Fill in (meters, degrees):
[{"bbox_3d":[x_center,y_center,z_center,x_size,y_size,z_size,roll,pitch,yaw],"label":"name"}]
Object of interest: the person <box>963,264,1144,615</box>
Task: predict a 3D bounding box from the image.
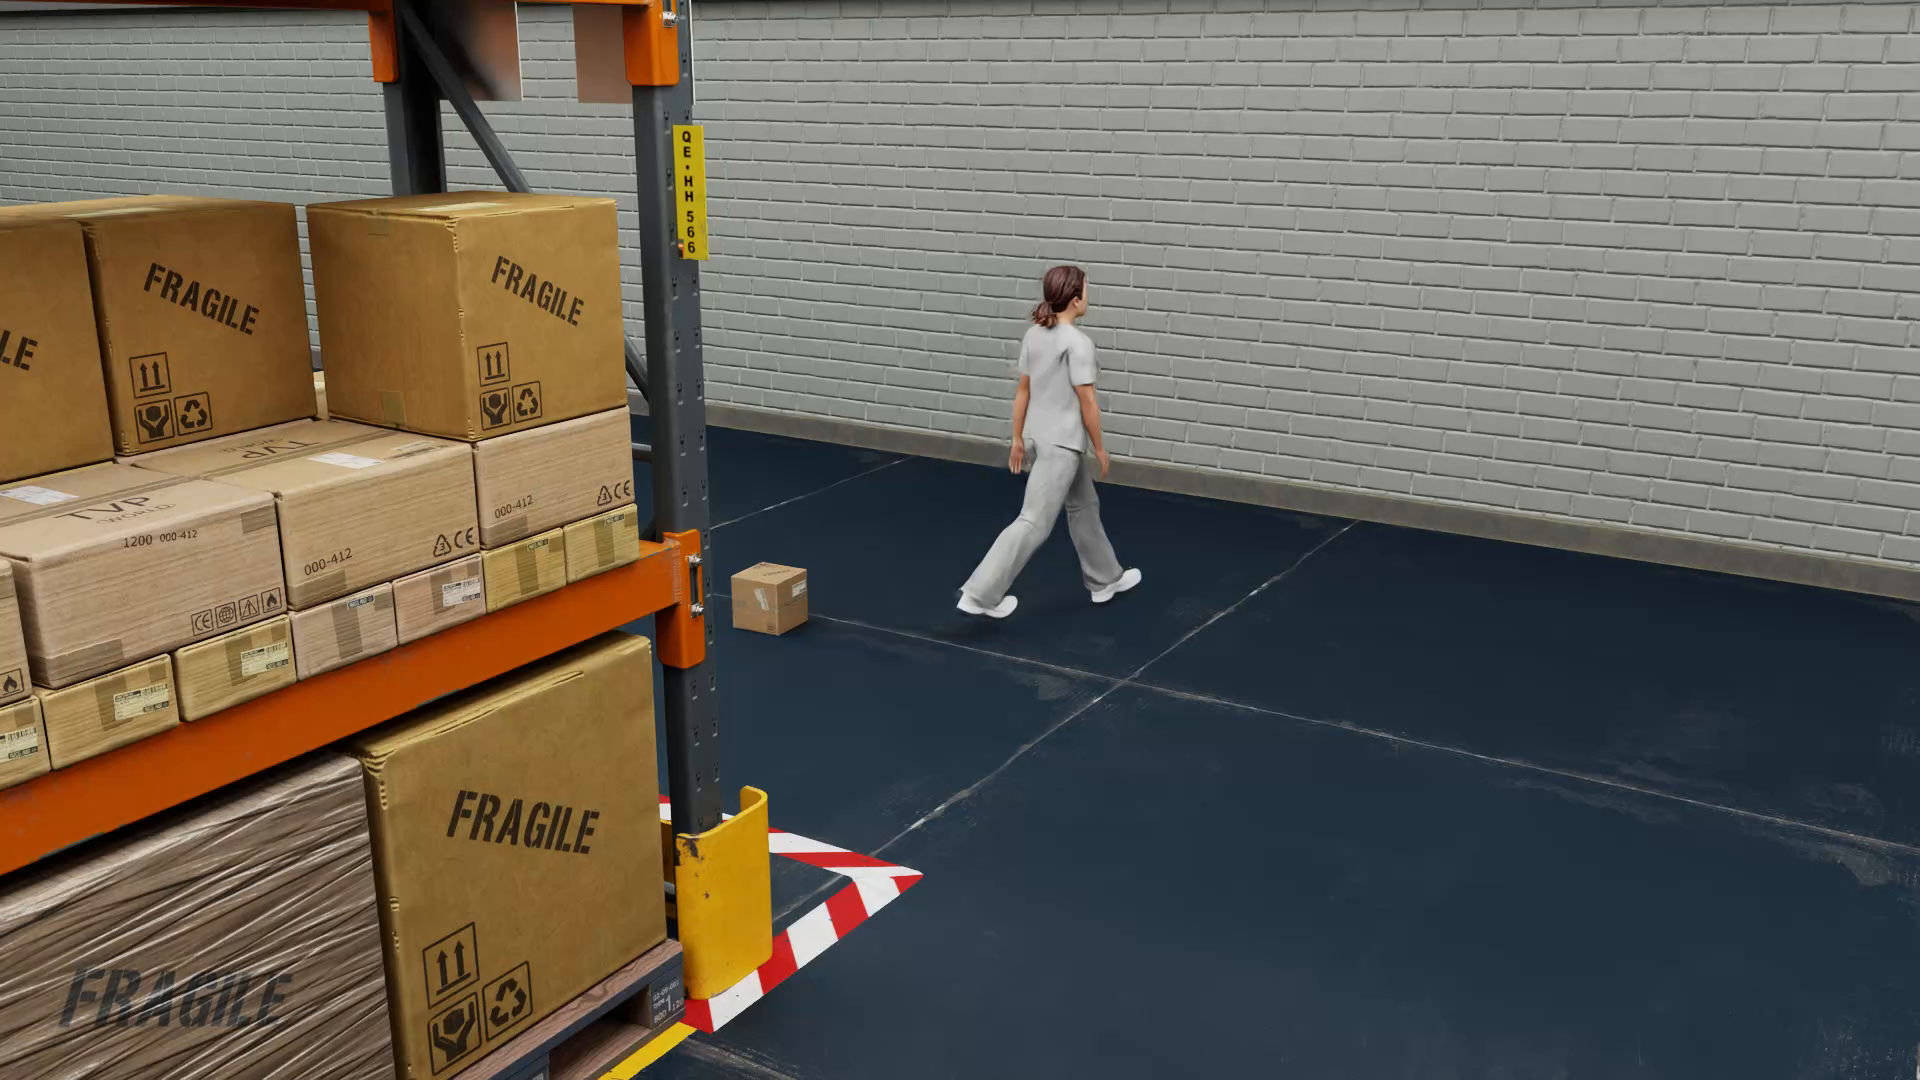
[{"bbox_3d":[0.459,-0.440,7.587,1.060,1.621,0.441,-9,18,-28],"label":"person"}]
